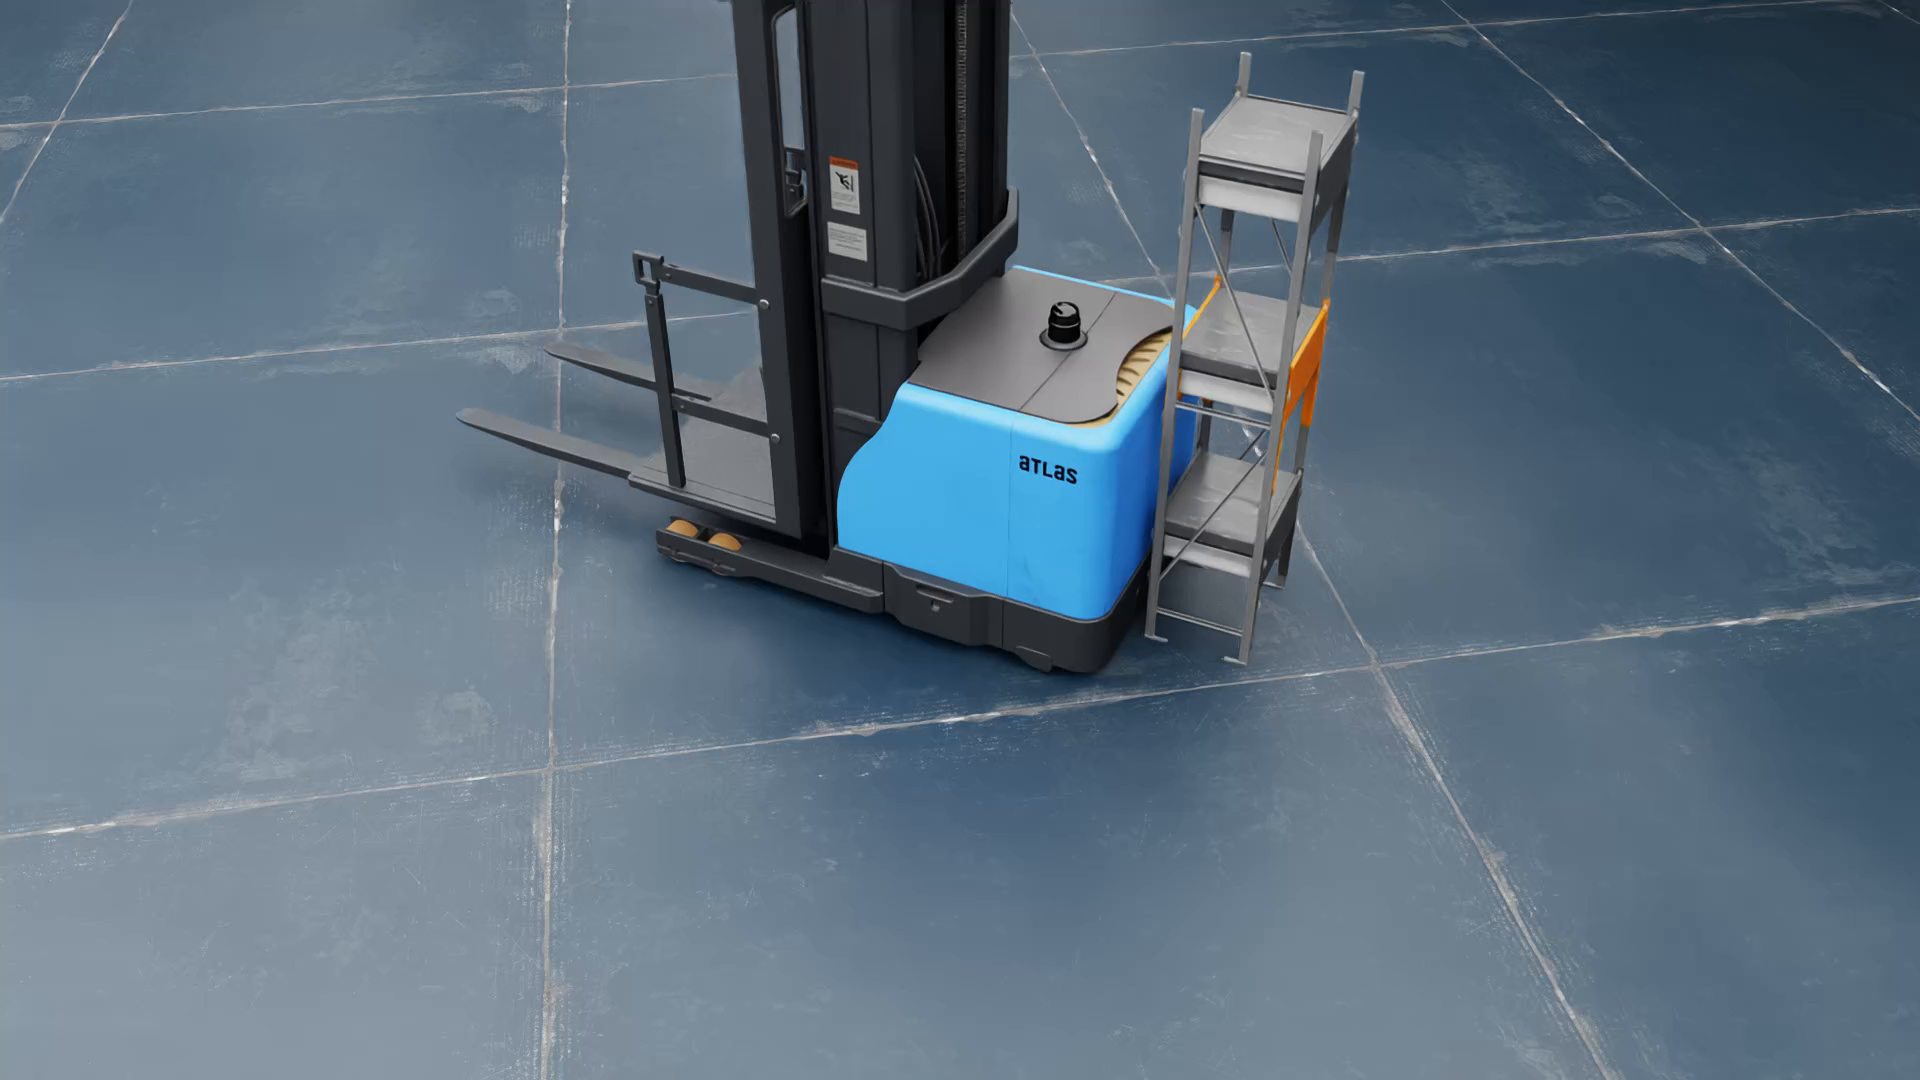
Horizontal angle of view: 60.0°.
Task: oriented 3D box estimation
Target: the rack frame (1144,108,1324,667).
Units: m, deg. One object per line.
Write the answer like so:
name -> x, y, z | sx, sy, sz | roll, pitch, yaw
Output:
rack frame -> 0.881, -0.414, 5.572 | 0.400, 2.100, 0.015 | 16, 41, 19

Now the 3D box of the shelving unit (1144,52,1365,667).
shelving unit -> 0.983, -0.550, 5.746 | 0.431, 2.100, 0.503 | 16, 41, 19

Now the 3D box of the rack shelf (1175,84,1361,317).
rack shelf -> 0.983, -1.092, 5.325 | 0.431, 0.518, 0.480 | 16, 41, 19

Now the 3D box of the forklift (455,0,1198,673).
forklift -> -0.640, -1.291, 6.022 | 3.031, 2.935, 1.130 | 16, 41, 20

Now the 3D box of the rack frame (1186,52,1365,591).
rack frame -> 1.086, -0.686, 5.921 | 0.400, 2.100, 0.015 | 16, 41, 19

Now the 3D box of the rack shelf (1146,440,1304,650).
rack shelf -> 0.983, 0.014, 6.184 | 0.431, 0.518, 0.480 | 16, 41, 19

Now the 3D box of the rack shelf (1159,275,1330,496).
rack shelf -> 0.983, -0.539, 5.755 | 0.431, 0.518, 0.480 | 16, 41, 19
